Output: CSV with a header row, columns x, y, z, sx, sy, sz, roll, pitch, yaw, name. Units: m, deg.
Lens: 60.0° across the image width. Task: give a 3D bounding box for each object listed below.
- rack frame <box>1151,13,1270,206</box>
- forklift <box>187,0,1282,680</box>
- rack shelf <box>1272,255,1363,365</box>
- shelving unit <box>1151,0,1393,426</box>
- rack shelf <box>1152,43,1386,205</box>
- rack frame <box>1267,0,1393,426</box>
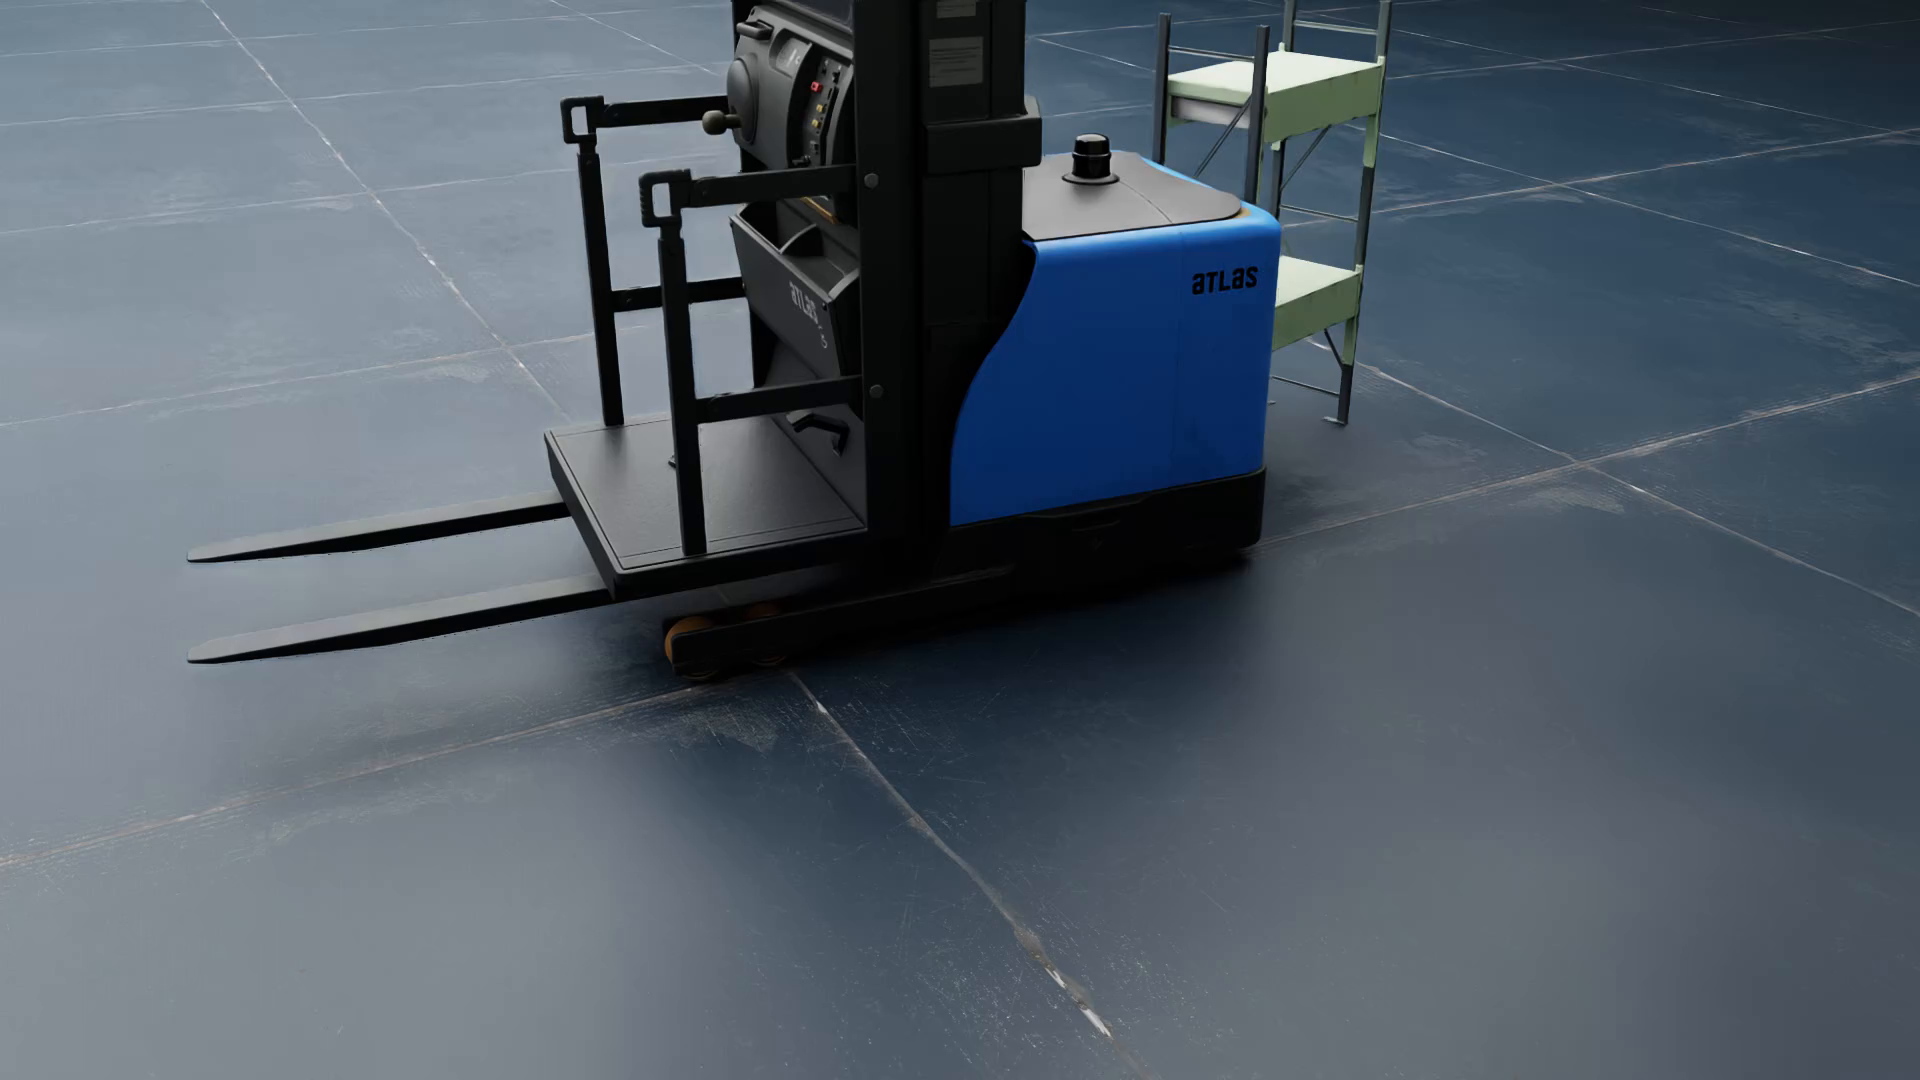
x,y,z,sx,sy,sz,roll,pitch,yaw,name
0.780,-0.927,5.447,0.400,1.500,0.023,22,33,38,rack frame
-0.641,-1.206,4.375,3.031,2.935,1.130,-10,28,-20,forklift
1.029,-0.749,5.830,0.431,0.370,0.720,22,33,38,rack shelf
1.029,-1.043,5.689,0.431,1.500,0.755,22,33,38,shelving unit
1.029,-1.395,5.520,0.431,0.370,0.720,22,33,38,rack shelf
1.277,-1.159,5.931,0.400,1.500,0.023,22,33,38,rack frame
